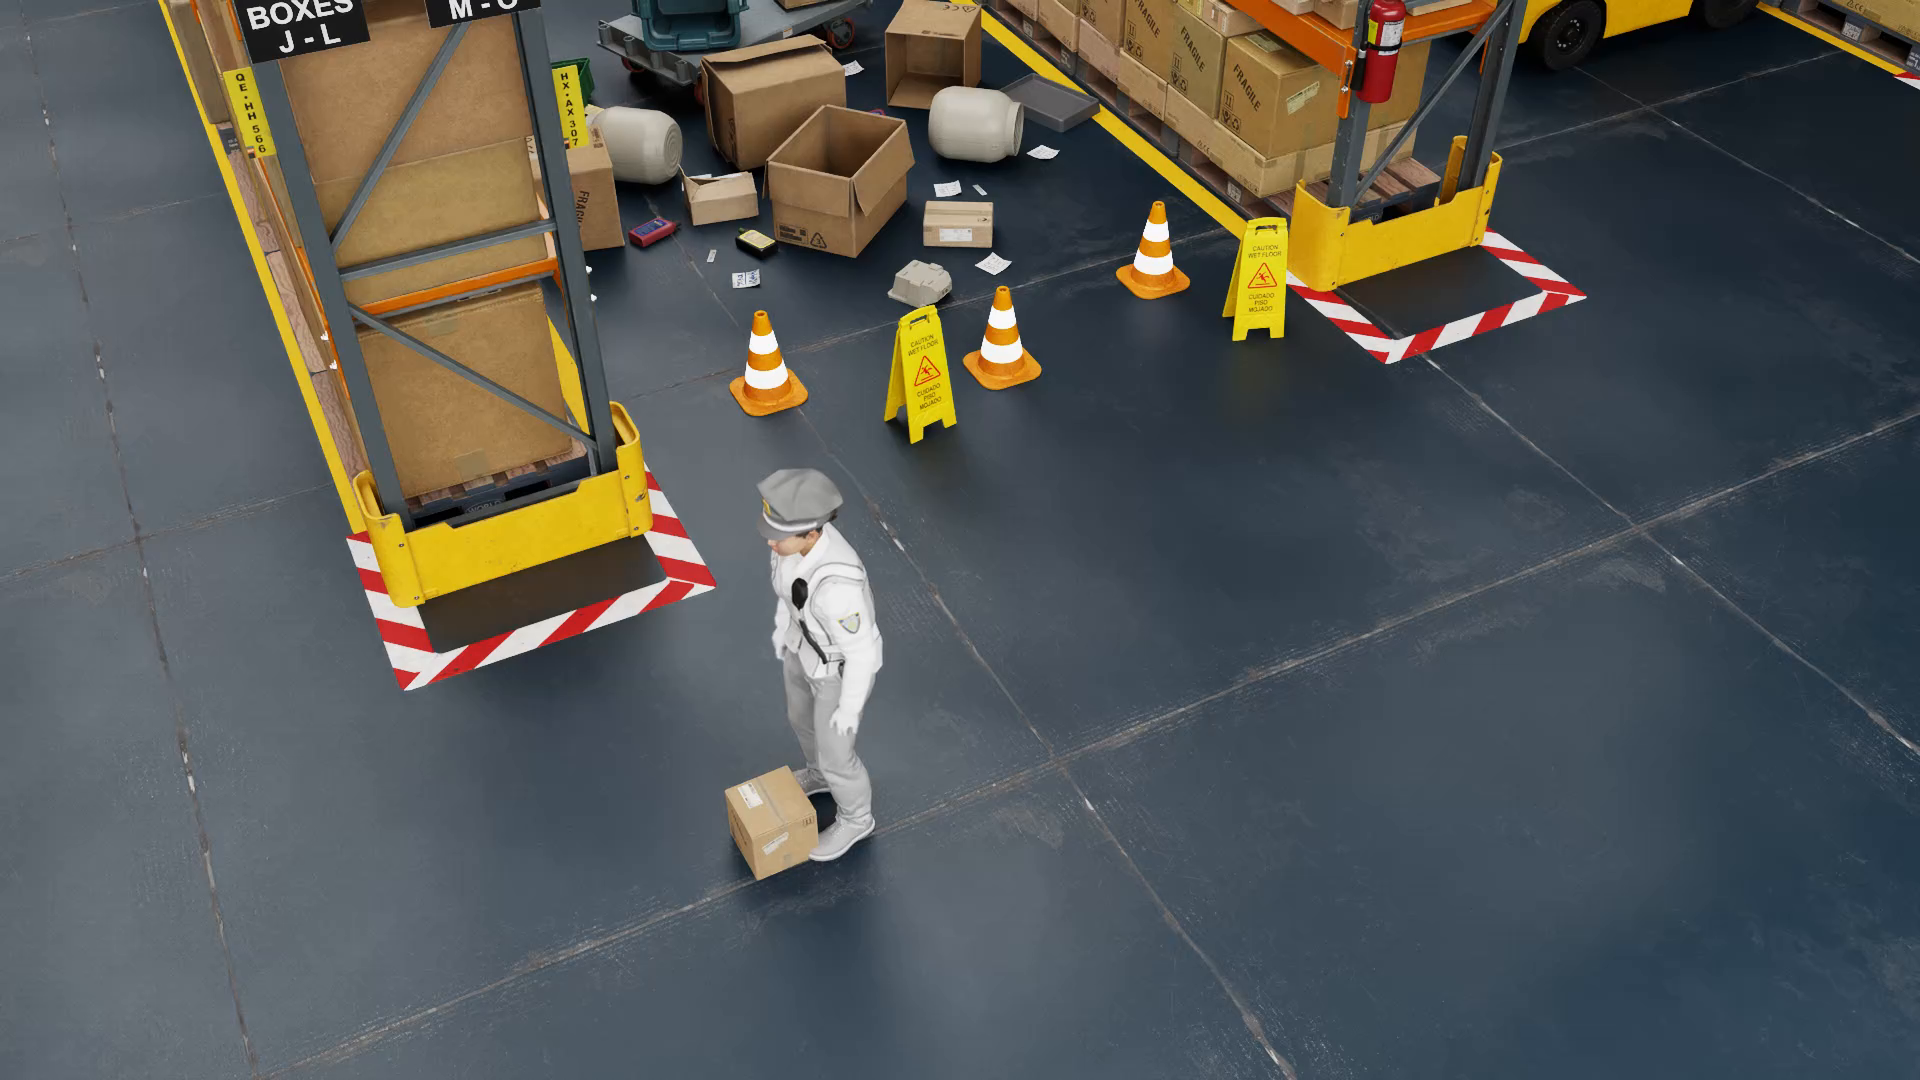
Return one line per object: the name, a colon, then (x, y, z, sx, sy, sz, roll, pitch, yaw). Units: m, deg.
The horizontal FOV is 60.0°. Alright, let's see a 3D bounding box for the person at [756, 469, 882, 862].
person: (-0.469, 0.431, 5.675, 0.371, 1.655, 0.547, -21, 46, -22)
